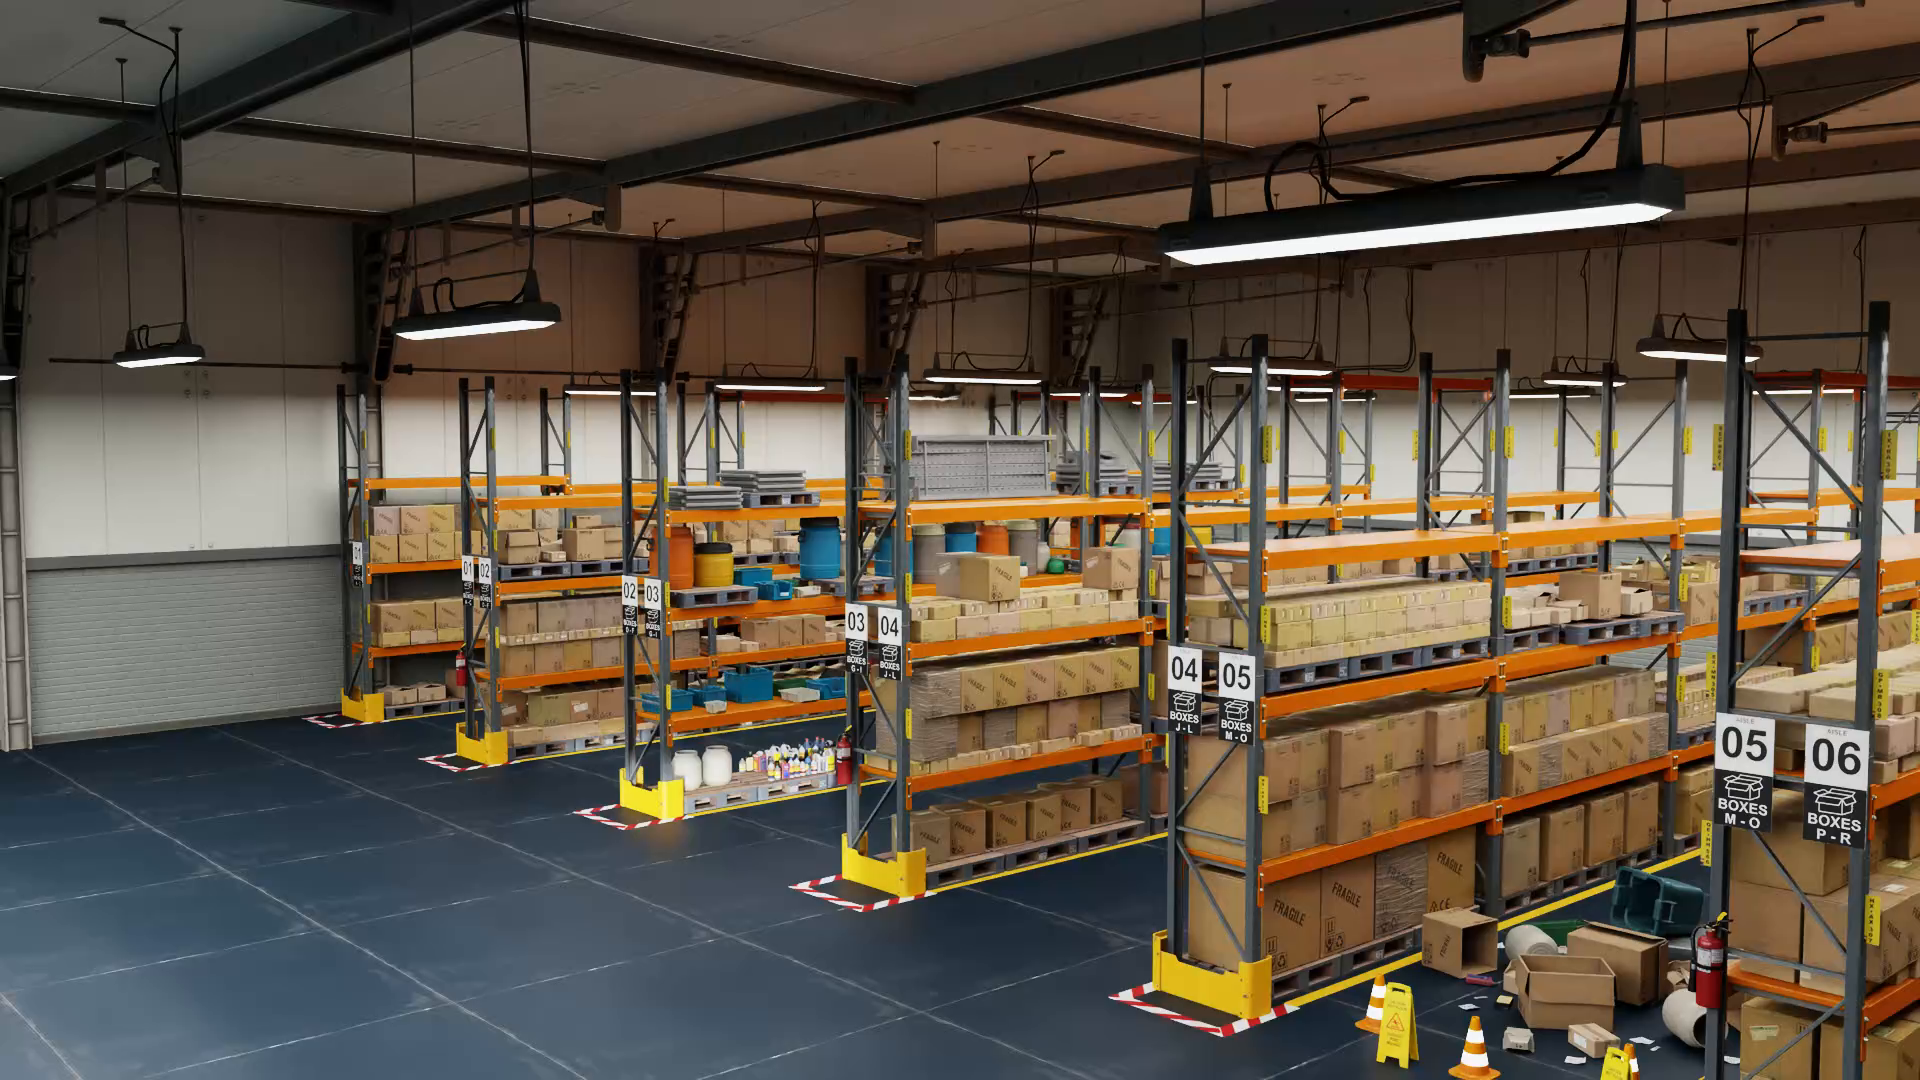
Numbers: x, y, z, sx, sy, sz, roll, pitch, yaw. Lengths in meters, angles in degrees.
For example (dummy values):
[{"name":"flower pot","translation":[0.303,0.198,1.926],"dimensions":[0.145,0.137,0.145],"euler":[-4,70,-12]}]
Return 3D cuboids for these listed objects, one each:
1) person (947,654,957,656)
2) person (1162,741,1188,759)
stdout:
[{"name":"person","translation":[0.036,2.355,29.423],"dimensions":[0.642,1.837,0.812],"euler":[3,5,38]},{"name":"person","translation":[3.297,2.649,25.033],"dimensions":[0.879,1.704,0.600],"euler":[-3,5,-42]}]
